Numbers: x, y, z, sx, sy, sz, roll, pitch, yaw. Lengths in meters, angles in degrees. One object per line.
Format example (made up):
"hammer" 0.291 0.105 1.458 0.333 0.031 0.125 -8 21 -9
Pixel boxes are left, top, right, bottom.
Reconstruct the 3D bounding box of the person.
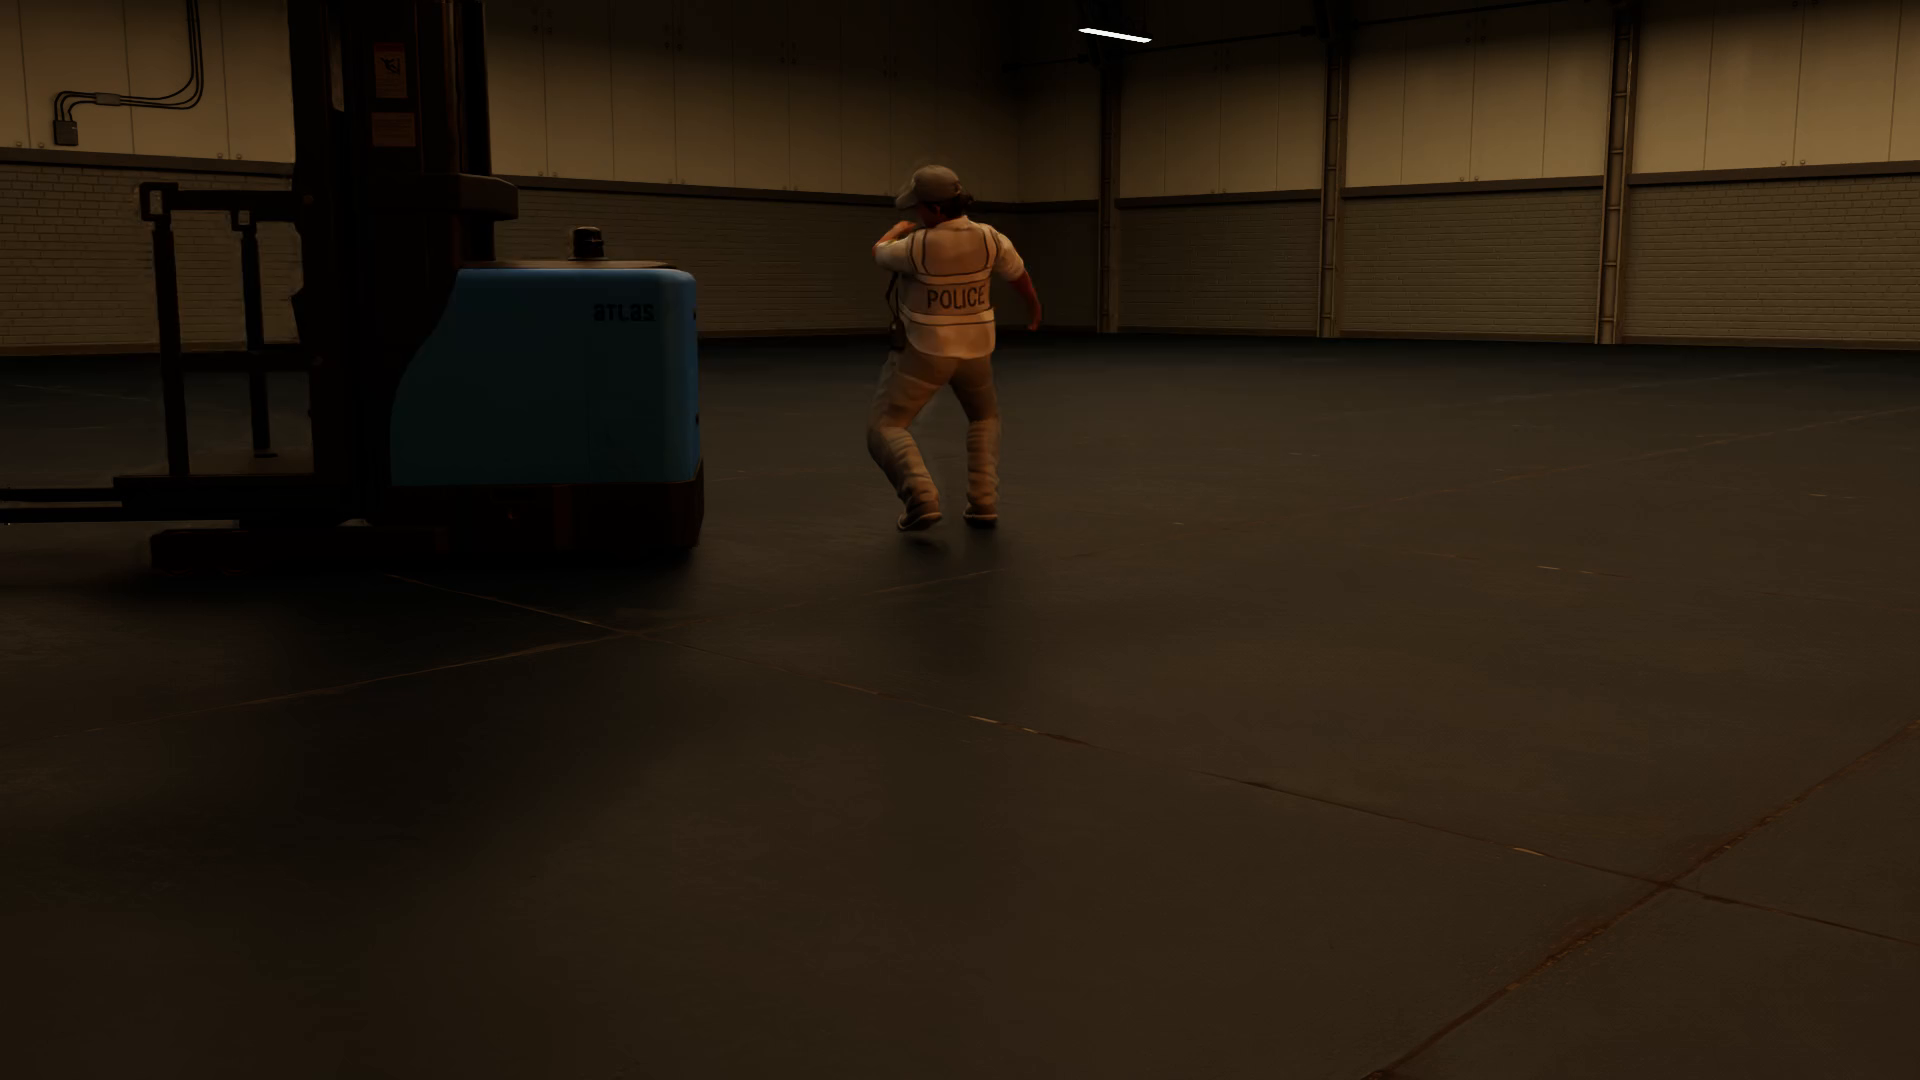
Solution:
"person" -0.009 -0.801 6.995 0.895 1.475 0.786 -6 10 -34

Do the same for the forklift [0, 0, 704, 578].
"forklift" -2.528 -1.400 6.173 3.031 2.935 1.130 -1 9 -7
